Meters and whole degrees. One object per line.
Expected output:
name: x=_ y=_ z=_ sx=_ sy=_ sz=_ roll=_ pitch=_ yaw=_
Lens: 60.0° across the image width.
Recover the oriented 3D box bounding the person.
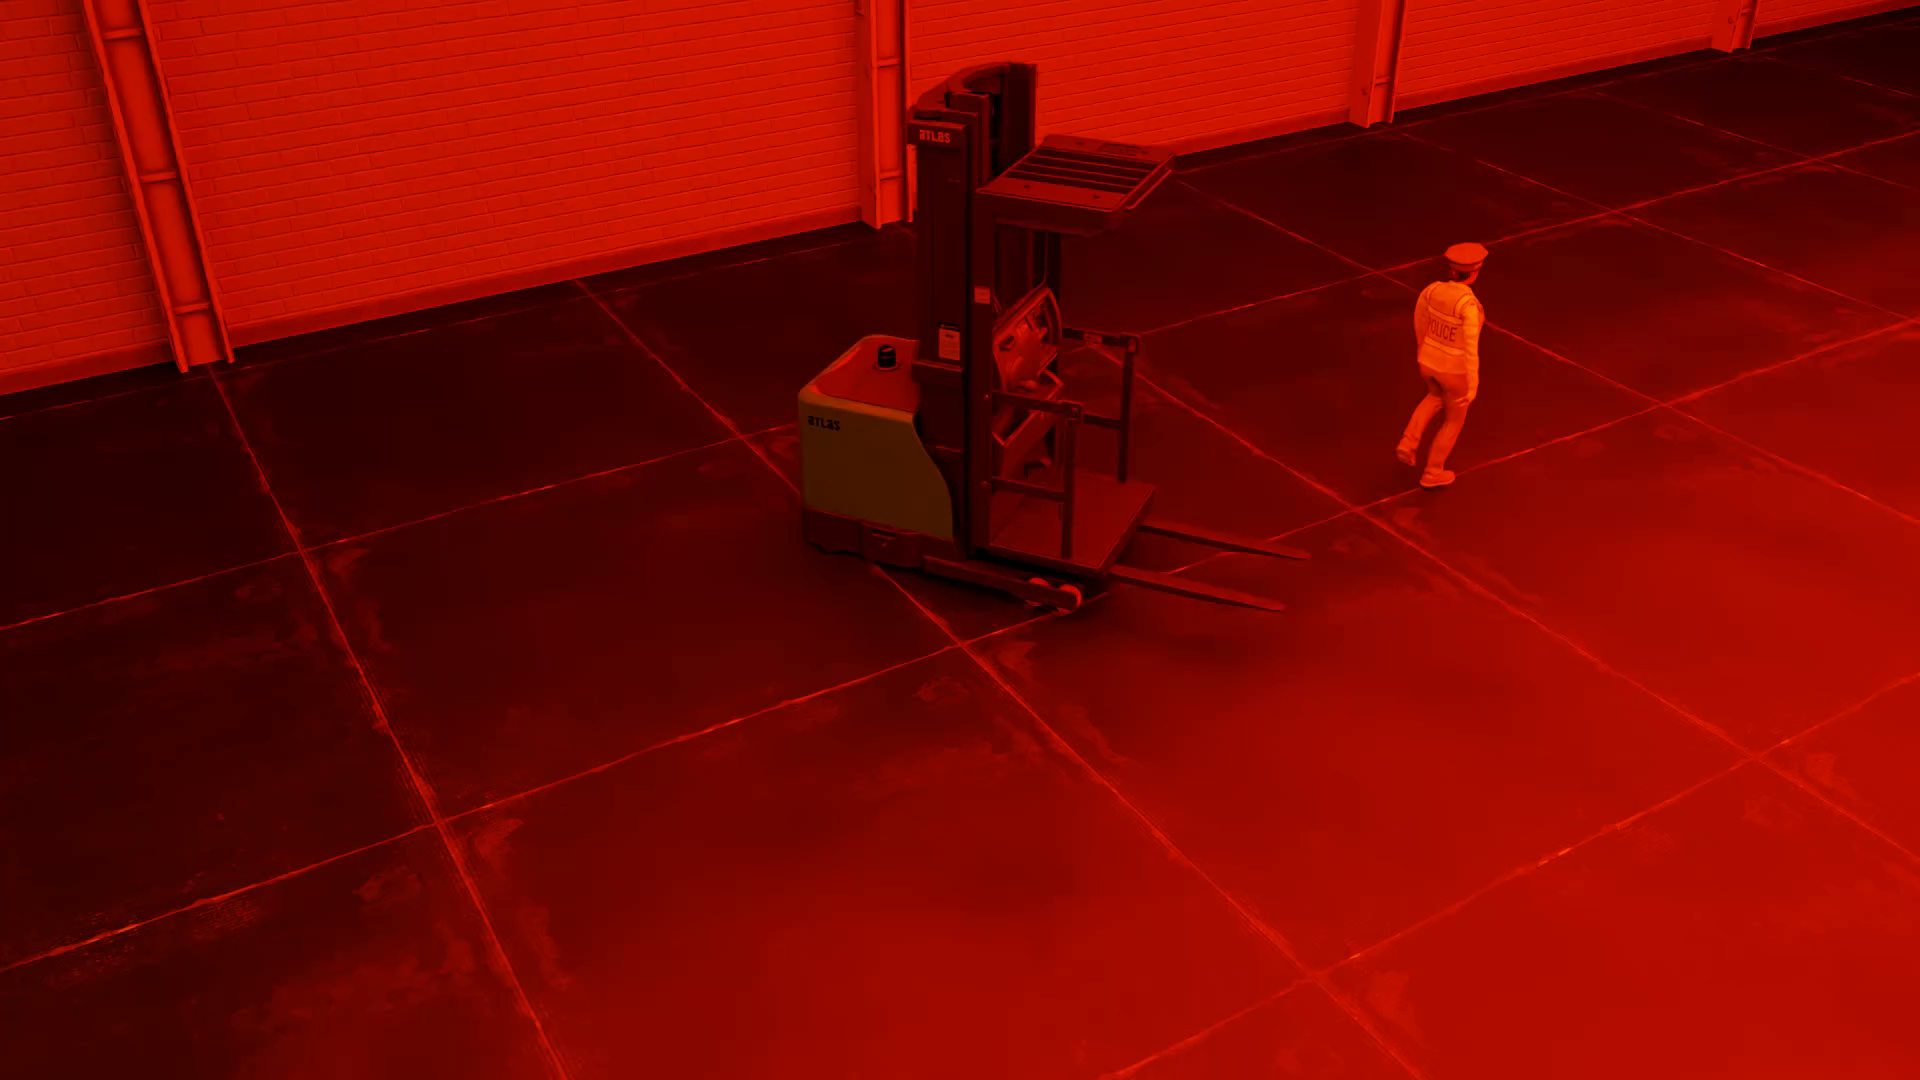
person: x=3.169 y=-1.124 z=10.775 sx=0.434 sy=1.651 sz=0.637 roll=-19 pitch=36 yaw=-28

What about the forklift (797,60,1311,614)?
forklift: x=0.574 y=-1.137 z=9.546 sx=3.031 sy=2.935 sz=1.130 roll=13 pitch=33 yaw=20
